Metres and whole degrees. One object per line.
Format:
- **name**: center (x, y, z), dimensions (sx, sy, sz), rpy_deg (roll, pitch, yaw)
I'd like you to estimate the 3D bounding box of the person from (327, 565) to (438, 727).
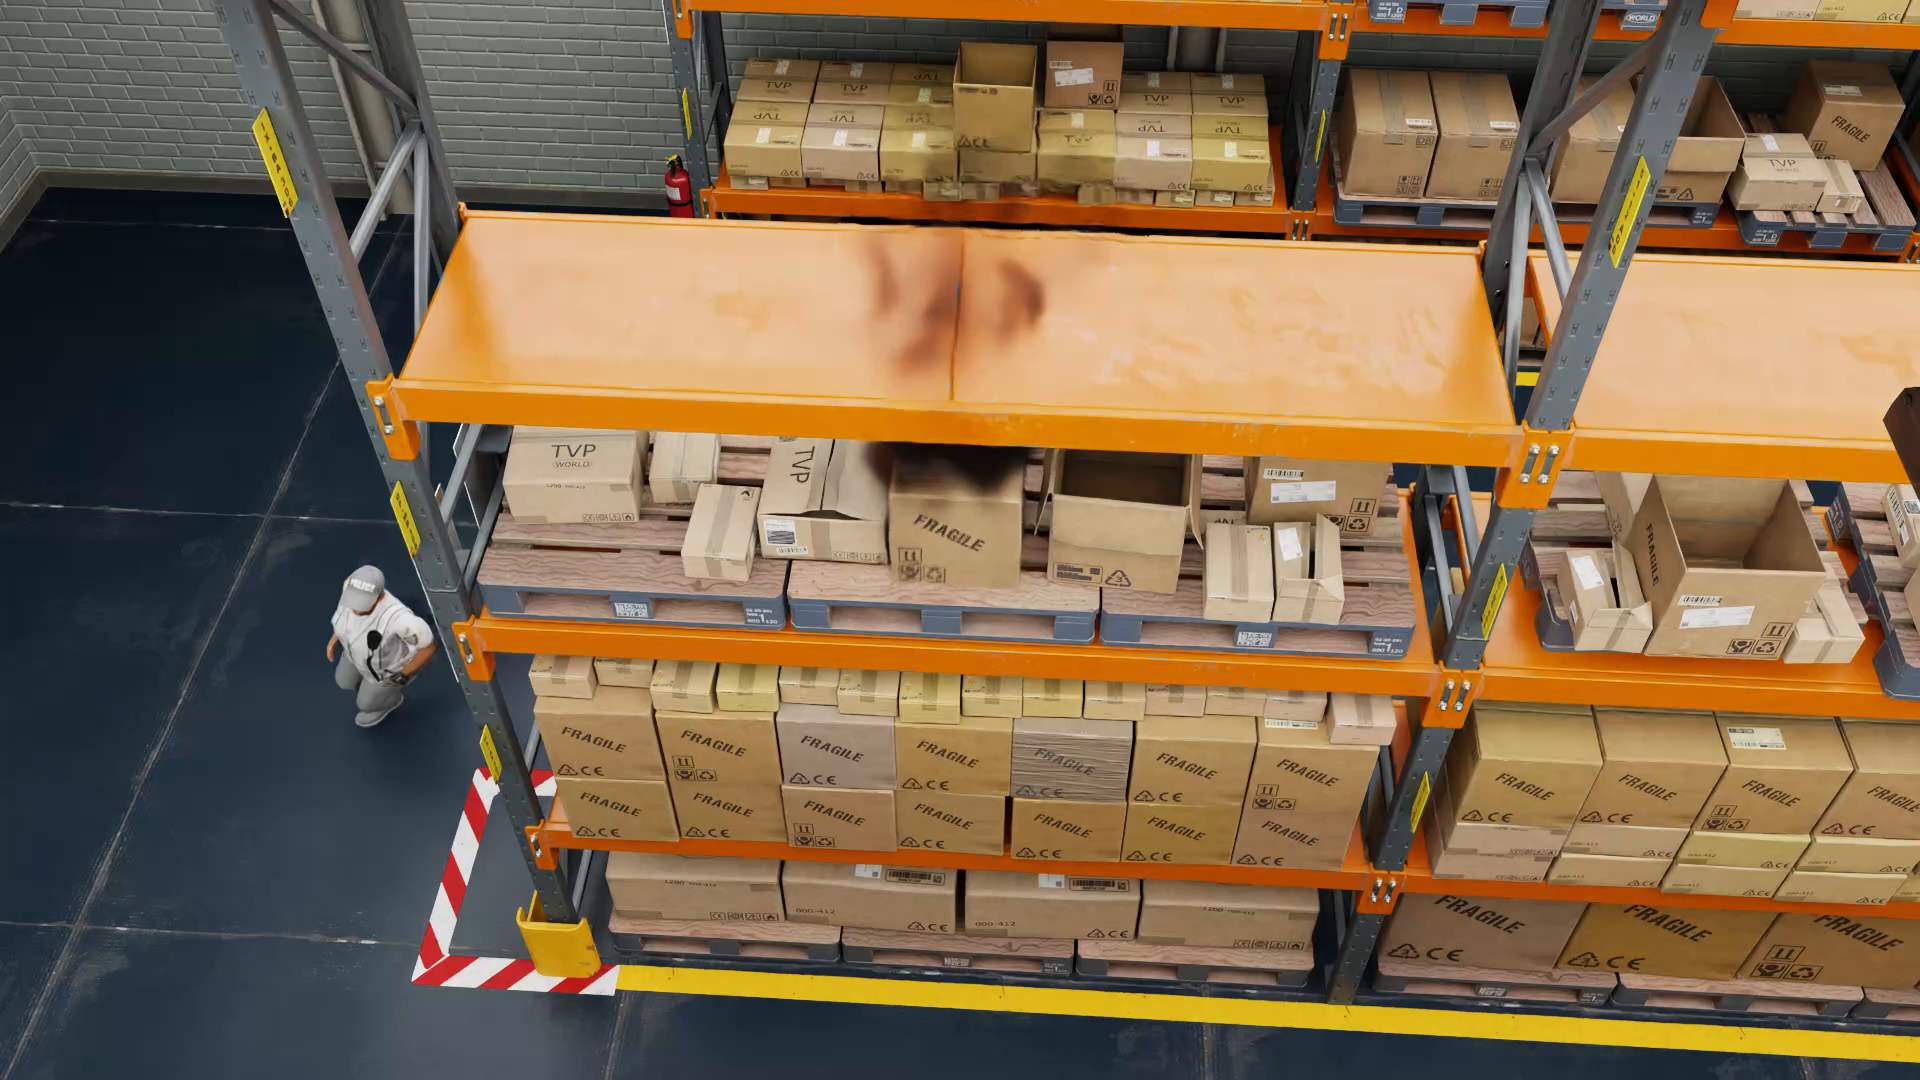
- **person**: center (-3.140, 0.596, 9.059), dimensions (0.553, 1.551, 0.726), rpy_deg (-35, 56, -27)
